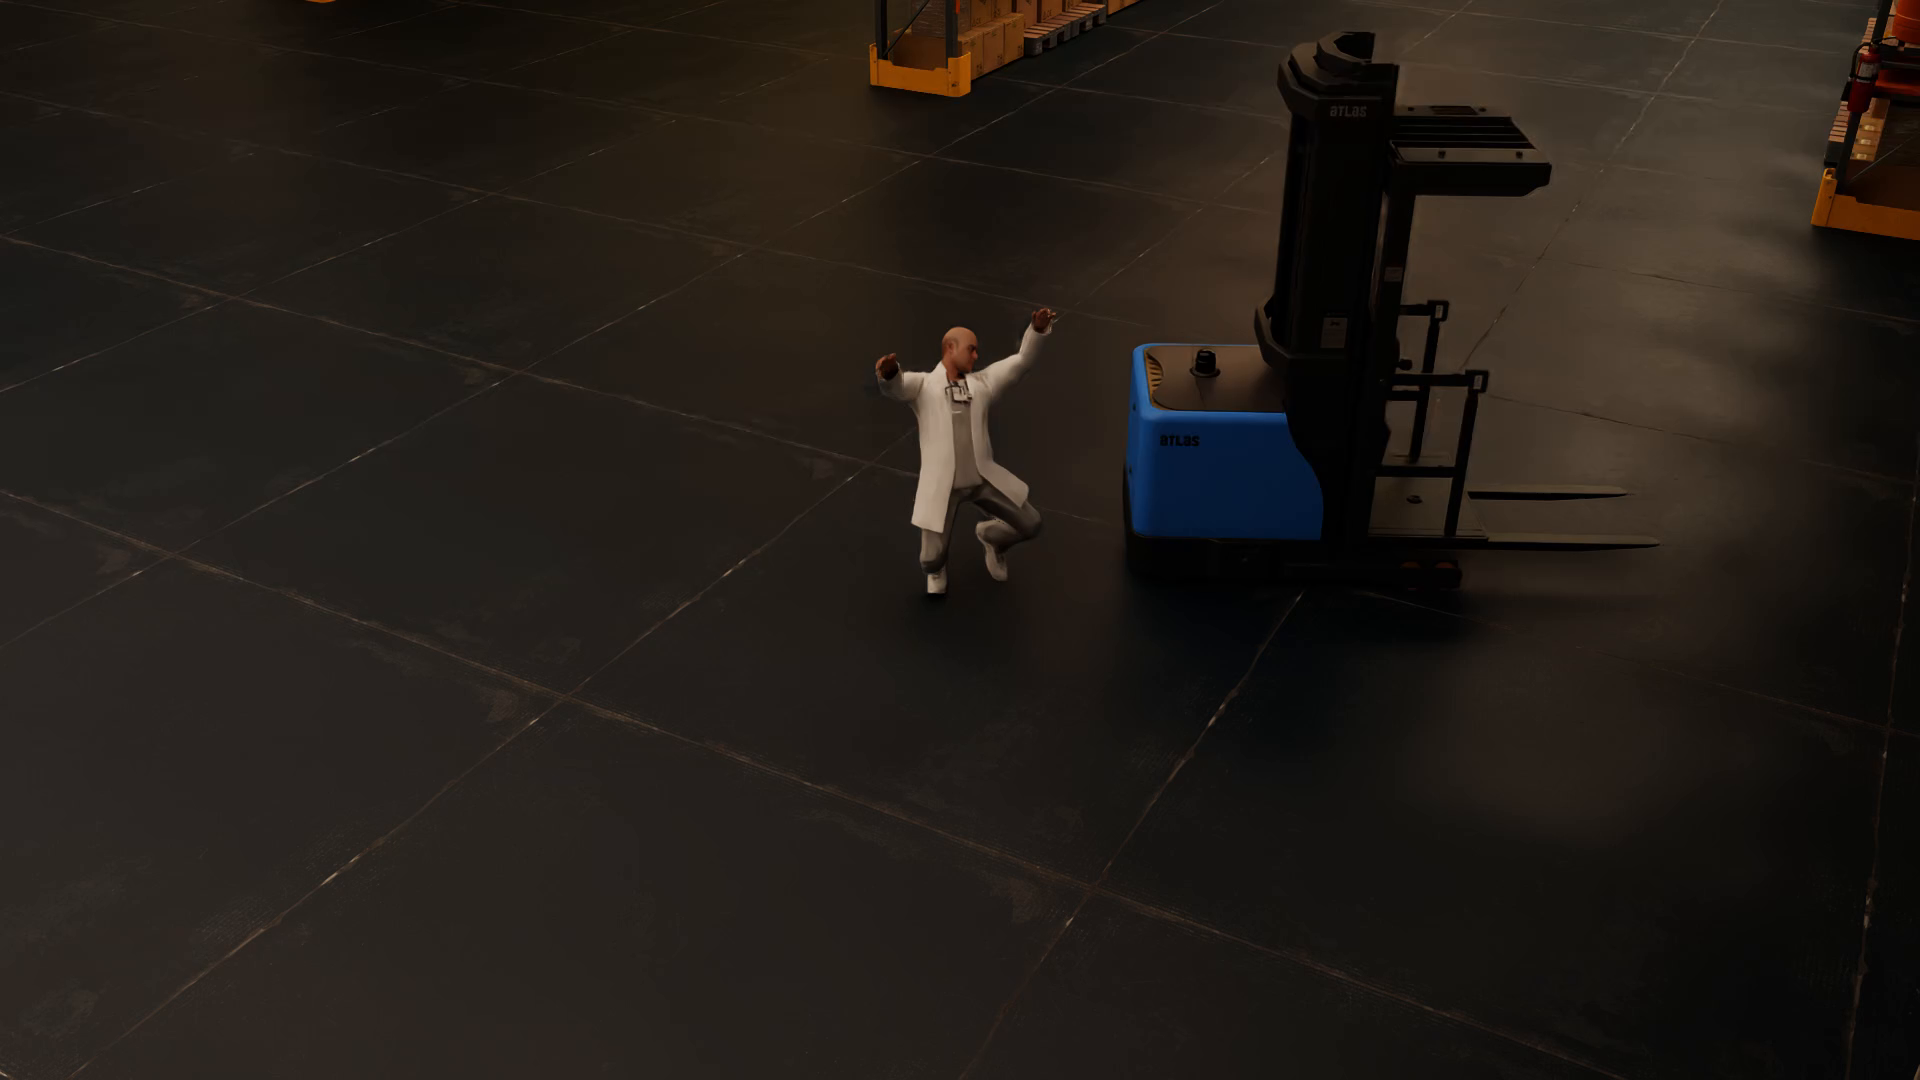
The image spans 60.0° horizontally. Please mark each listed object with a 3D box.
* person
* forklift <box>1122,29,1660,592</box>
[{"bbox_3d":[-0.031,-0.475,9.136,1.049,1.714,0.748,-11,32,-18],"label":"person"},{"bbox_3d":[2.507,-1.247,9.231,3.031,2.935,1.130,1,30,2],"label":"forklift"}]
